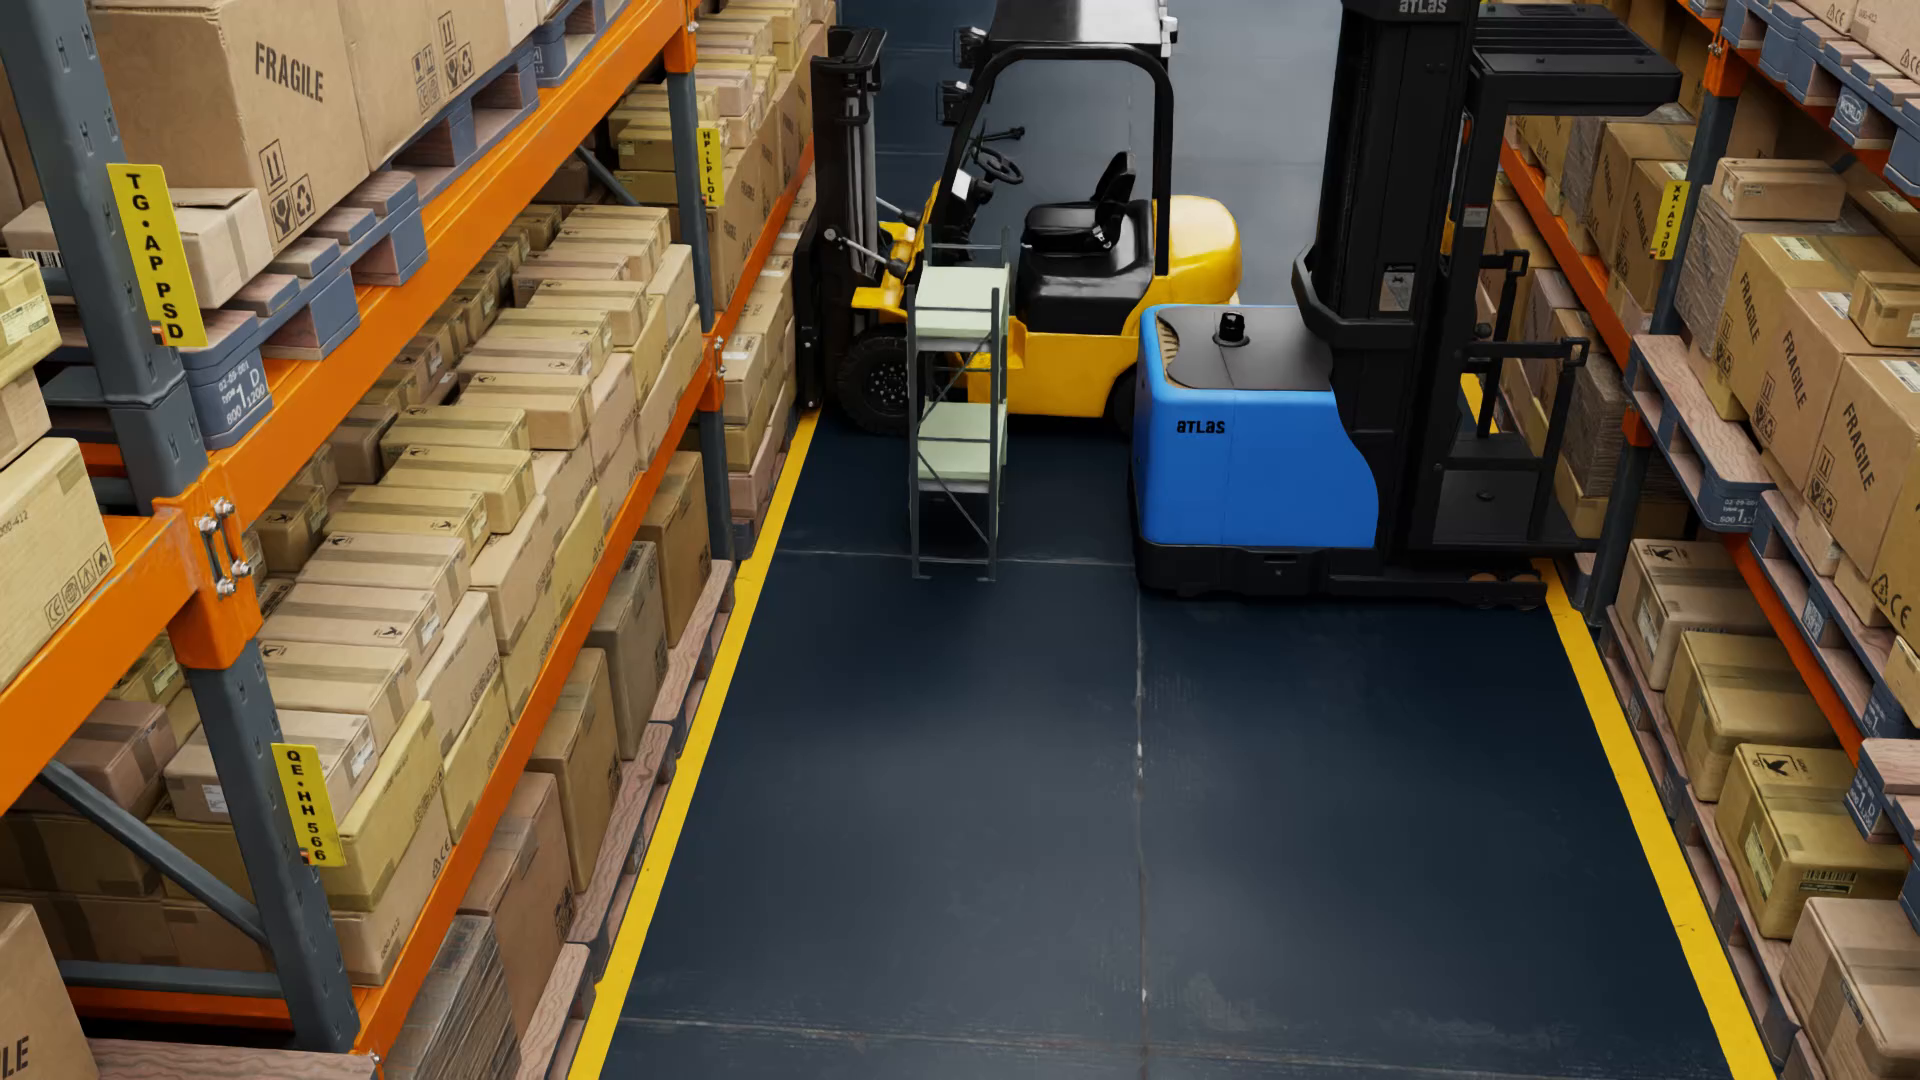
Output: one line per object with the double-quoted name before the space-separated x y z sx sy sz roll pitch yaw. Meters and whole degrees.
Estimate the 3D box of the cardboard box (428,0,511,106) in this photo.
"cardboard box" -1.515 -1.446 4.287 0.500 0.500 0.500 3 32 5

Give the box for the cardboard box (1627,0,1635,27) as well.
"cardboard box" 3.888 -2.761 8.538 0.700 0.500 0.500 2 32 3

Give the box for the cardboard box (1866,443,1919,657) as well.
"cardboard box" 2.879 0.073 4.493 0.500 0.500 0.500 0 32 1

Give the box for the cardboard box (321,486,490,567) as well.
"cardboard box" -1.565 -0.022 4.713 0.380 0.149 0.250 3 32 5

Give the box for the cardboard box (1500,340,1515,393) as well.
"cardboard box" 3.277 -1.023 9.272 0.500 0.250 0.500 5 32 7

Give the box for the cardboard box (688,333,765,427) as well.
"cardboard box" -1.222 -0.769 7.907 0.500 0.250 0.500 2 32 3

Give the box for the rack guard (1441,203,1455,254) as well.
"rack guard" 3.693 -1.874 10.814 1.175 0.500 0.348 2 32 4

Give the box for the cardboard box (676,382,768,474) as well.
"cardboard box" -1.227 -0.557 8.038 0.500 0.250 0.500 2 32 4

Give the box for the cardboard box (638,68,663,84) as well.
"cardboard box" -1.703 -2.269 8.359 0.380 0.149 0.250 2 32 3

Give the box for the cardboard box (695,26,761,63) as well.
"cardboard box" -1.224 -2.503 8.456 0.380 0.149 0.250 3 32 4

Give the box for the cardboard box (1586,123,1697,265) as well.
"cardboard box" 3.197 -1.568 7.556 0.500 0.500 0.500 3 32 6

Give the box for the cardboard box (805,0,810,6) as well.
"cardboard box" -1.051 -3.168 9.535 0.380 0.149 0.250 3 32 5

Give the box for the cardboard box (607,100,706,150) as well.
"cardboard box" -1.338 -1.837 7.374 0.380 0.149 0.250 3 32 5

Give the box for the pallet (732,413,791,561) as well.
"pallet" -1.467 -0.323 8.573 1.003 0.211 1.213 2 32 4

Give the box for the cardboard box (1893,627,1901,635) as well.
"cardboard box" 2.949 0.274 4.786 0.380 0.149 0.250 3 32 4

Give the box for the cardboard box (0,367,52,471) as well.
"cardboard box" -1.688 -0.192 2.606 0.380 0.149 0.250 3 32 5

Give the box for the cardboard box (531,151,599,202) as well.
"cardboard box" -1.804 -1.594 7.264 0.380 0.149 0.250 2 32 4

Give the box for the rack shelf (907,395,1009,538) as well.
"rack shelf" 0.001 -0.364 8.033 0.431 0.370 0.720 2 32 4

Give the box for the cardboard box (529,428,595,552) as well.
"cardboard box" -1.501 -0.178 5.346 0.500 0.250 0.500 3 32 5

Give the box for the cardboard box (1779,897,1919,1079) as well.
"cardboard box" 3.156 1.464 5.119 0.950 0.372 0.625 2 32 3

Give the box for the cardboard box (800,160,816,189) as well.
"cardboard box" -1.010 -2.100 10.066 0.500 0.250 0.500 3 32 5

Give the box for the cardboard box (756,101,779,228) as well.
"cardboard box" -1.211 -1.897 8.374 0.500 0.500 0.500 2 32 3

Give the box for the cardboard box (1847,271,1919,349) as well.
"cardboard box" 2.997 -0.707 5.140 0.380 0.149 0.250 4 32 7

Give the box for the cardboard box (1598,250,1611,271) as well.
"cardboard box" 3.243 -1.353 7.826 0.380 0.149 0.250 2 32 3

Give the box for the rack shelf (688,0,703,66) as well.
"rack shelf" -1.411 -3.112 8.268 1.077 0.370 4.000 2 32 4

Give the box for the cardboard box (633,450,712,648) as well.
"cardboard box" -1.605 0.010 7.239 0.875 0.625 0.625 4 32 6

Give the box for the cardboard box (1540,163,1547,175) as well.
"cardboard box" 3.341 -2.026 8.917 0.380 0.149 0.250 3 32 6

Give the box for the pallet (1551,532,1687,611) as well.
"pallet" 3.393 -0.051 8.132 1.003 0.211 1.213 2 32 4

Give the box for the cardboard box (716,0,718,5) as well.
"cardboard box" -1.551 -3.192 9.574 0.380 0.149 0.250 3 32 5

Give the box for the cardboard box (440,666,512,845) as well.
"cardboard box" -1.574 0.575 4.601 0.500 0.250 0.500 2 32 3

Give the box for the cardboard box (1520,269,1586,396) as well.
"cardboard box" 3.234 -1.067 8.628 0.500 0.500 0.500 4 32 7

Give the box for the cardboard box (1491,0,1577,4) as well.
"cardboard box" 3.384 -2.911 9.735 0.500 0.500 0.500 2 32 3

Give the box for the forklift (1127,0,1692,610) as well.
"forklift" 2.359 -1.208 7.416 3.031 2.935 1.130 1 32 2

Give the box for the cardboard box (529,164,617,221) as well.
"cardboard box" -1.807 -1.385 7.543 0.500 0.500 0.500 2 32 4

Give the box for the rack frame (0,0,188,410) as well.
"rack frame" -1.899 -1.558 2.201 1.000 3.000 0.127 2 32 4

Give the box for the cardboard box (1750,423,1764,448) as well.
"cardboard box" 3.038 -0.401 5.880 0.380 0.149 0.250 4 32 7

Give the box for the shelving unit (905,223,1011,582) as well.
"shelving unit" 0.001 -0.642 7.862 0.431 1.500 0.755 2 32 4

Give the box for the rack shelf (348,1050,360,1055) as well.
"rack shelf" -2.062 2.348 2.267 1.077 0.370 4.000 2 32 4

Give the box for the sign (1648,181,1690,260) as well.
"sign" 2.832 -1.274 6.632 0.100 0.325 0.005 2 32 4

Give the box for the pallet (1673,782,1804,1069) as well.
"pallet" 3.215 1.348 5.861 1.003 0.211 1.213 2 32 4

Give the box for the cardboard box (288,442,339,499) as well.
"cardboard box" -2.096 -0.175 4.961 0.380 0.149 0.250 2 32 3

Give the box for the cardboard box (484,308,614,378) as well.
"cardboard box" -1.429 -0.688 5.793 0.380 0.149 0.250 2 32 3

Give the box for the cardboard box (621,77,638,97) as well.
"cardboard box" -1.780 -2.258 8.058 0.380 0.149 0.250 2 32 3

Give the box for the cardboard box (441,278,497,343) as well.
"cardboard box" -1.912 -0.837 6.035 0.380 0.149 0.250 2 32 4

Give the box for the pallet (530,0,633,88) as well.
"pallet" -1.633 -1.830 5.683 0.805 0.209 1.217 1 32 2

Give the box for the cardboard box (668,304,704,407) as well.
"cardboard box" -1.354 -0.757 6.763 0.500 0.250 0.500 3 32 5

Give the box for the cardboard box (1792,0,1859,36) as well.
"cardboard box" 2.886 -1.724 5.072 0.500 0.250 0.500 2 32 3

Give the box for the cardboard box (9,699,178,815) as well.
"cardboard box" -2.075 0.498 3.869 0.380 0.149 0.250 3 32 6

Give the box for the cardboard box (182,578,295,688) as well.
"cardboard box" -2.100 0.332 4.518 0.500 0.250 0.500 3 32 4

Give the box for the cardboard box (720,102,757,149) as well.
"cardboard box" -1.179 -1.969 7.872 0.380 0.149 0.250 3 32 5

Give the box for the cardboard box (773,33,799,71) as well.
"cardboard box" -1.077 -2.641 8.963 0.380 0.149 0.250 3 32 4
